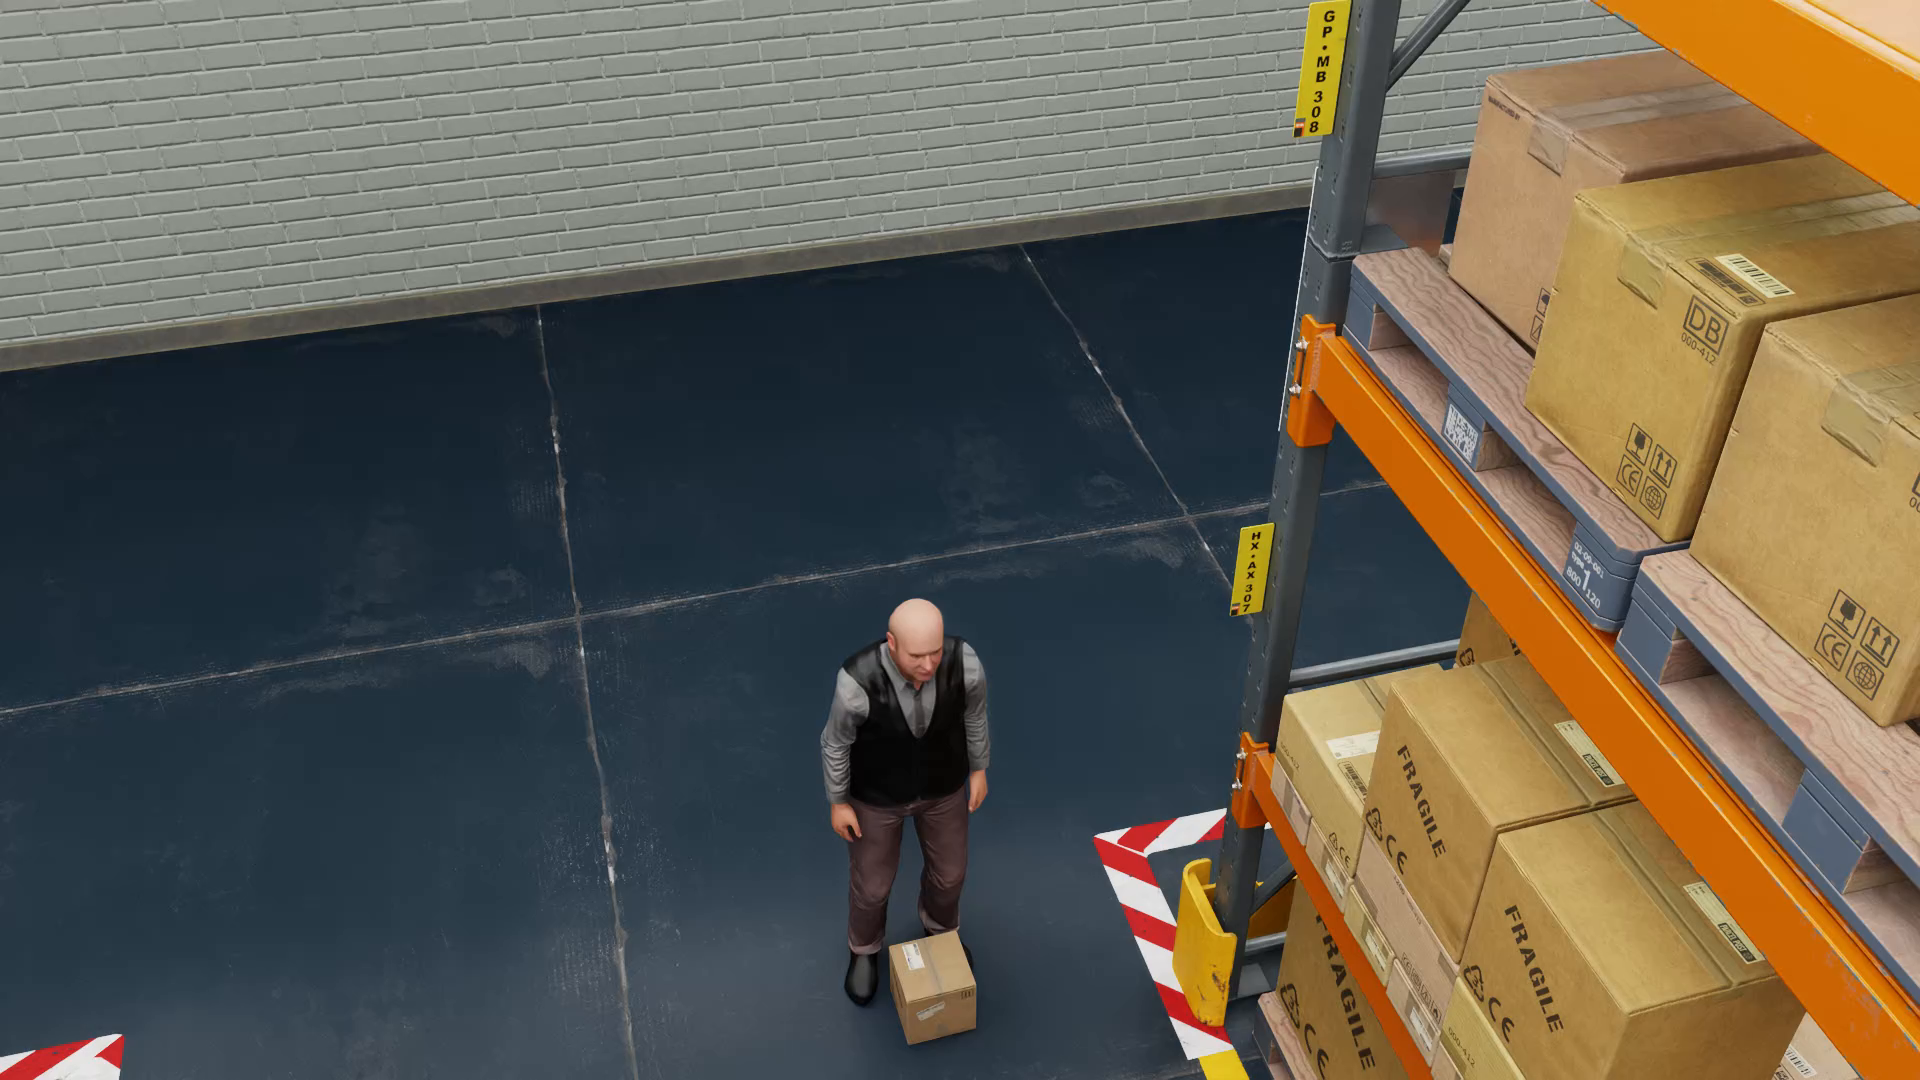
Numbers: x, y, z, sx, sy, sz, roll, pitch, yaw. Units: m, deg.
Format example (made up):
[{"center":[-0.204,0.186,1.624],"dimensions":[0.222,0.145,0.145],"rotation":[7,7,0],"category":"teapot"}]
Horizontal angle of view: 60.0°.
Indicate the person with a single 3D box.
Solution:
[{"center":[-0.177,0.839,5.660],"dimensions":[0.580,1.719,0.422],"rotation":[-11,39,-14],"category":"person"}]
